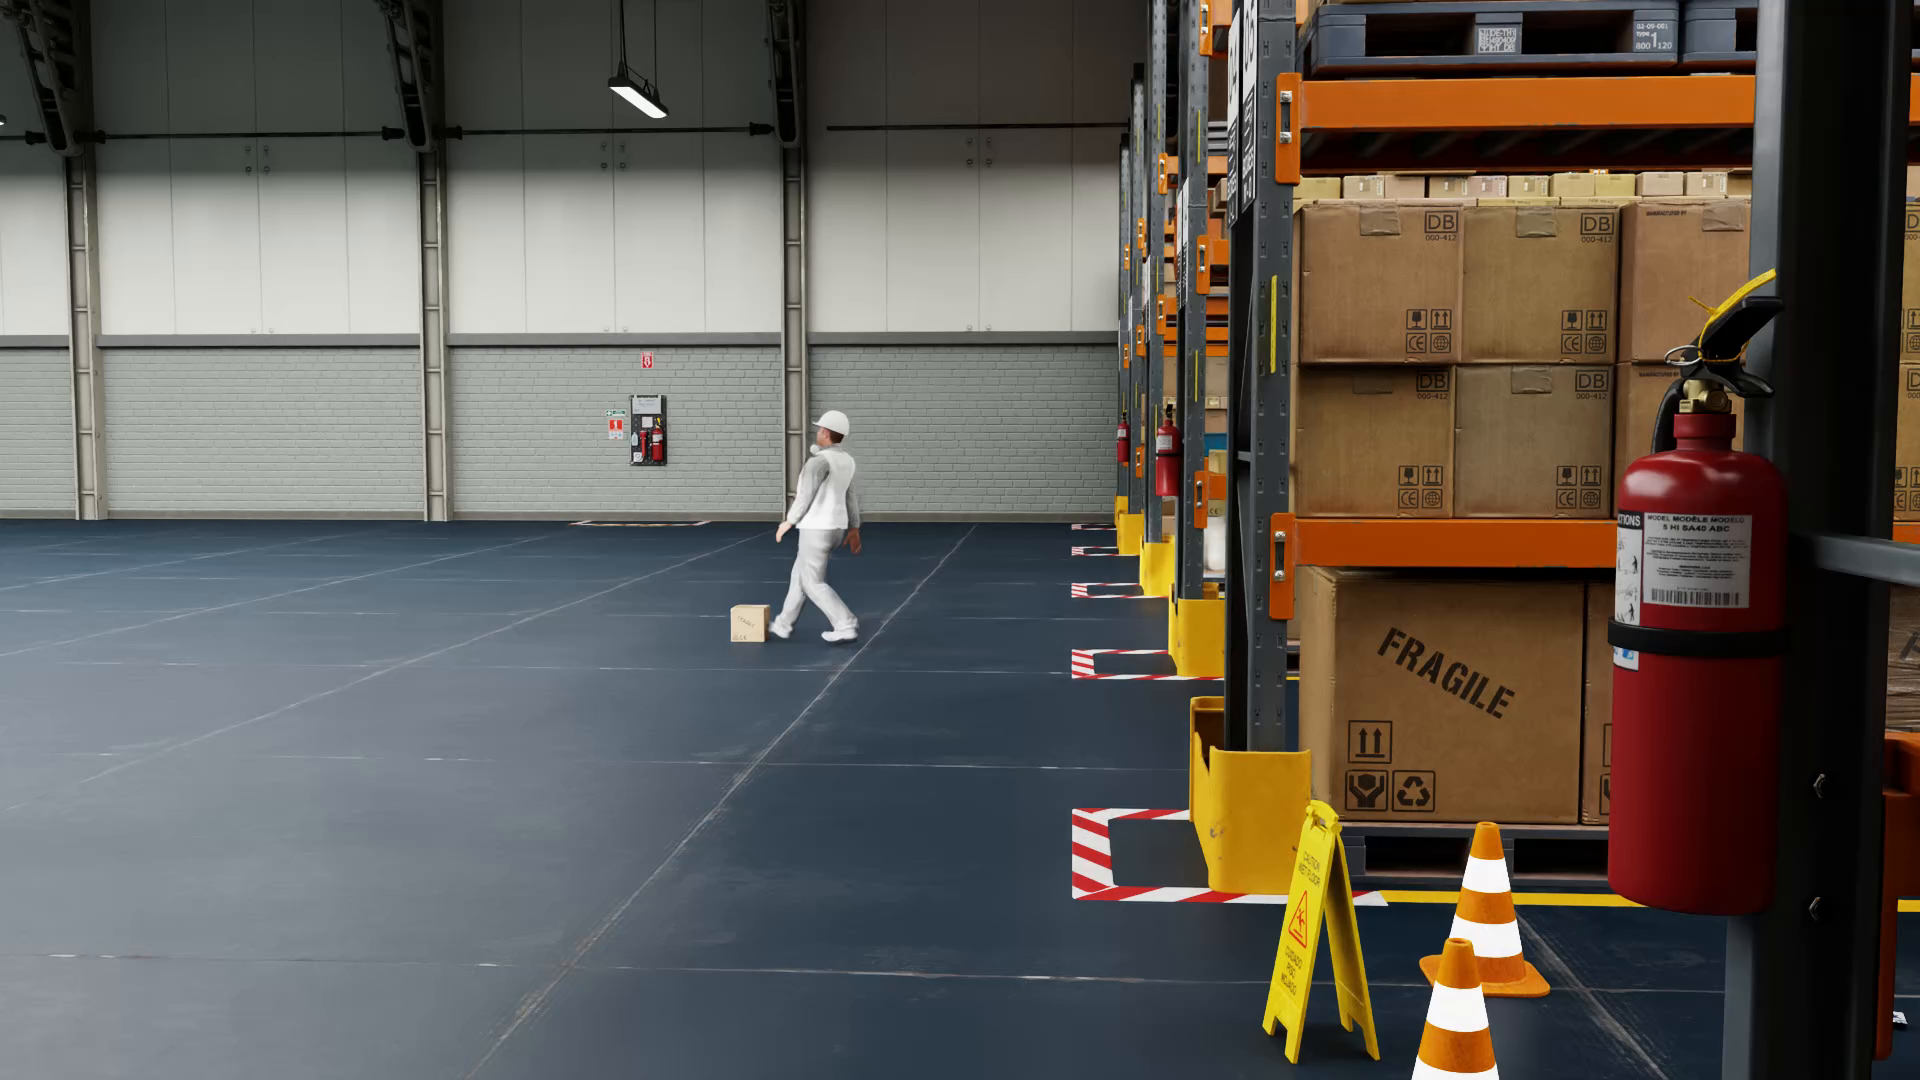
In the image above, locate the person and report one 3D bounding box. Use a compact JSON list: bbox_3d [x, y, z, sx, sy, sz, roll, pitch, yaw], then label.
[{"bbox_3d":[-1.147,-0.101,12.304,0.933,1.711,0.584,2,4,22],"label":"person"}]
